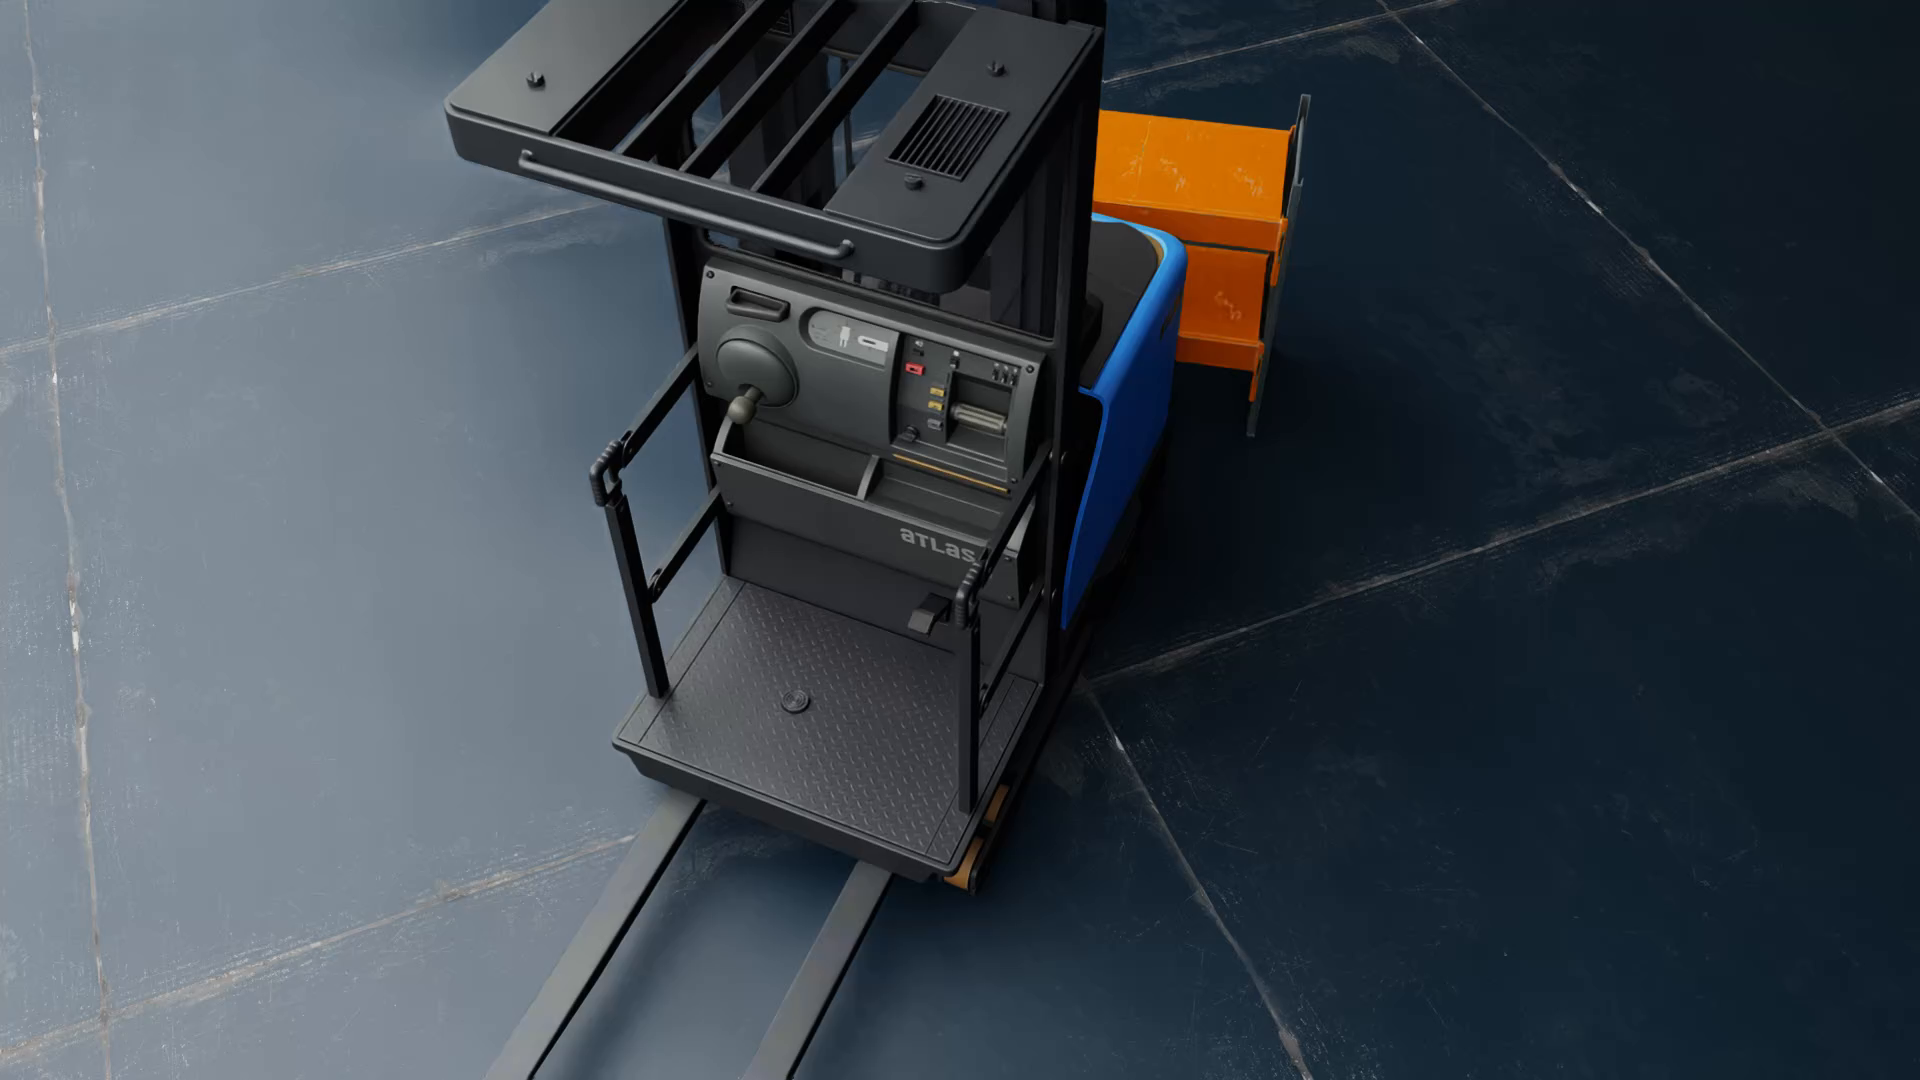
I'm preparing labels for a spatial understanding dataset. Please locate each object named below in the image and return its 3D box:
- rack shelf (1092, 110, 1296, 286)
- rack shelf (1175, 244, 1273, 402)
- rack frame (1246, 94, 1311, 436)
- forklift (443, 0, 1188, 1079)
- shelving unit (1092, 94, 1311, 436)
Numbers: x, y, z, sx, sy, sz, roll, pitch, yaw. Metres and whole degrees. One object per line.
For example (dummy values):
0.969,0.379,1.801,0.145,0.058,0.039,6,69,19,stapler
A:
0.608,-1.196,5.650,1.000,0.278,0.538,8,50,7,rack shelf
0.608,-0.846,6.058,1.000,0.278,0.538,8,50,7,rack shelf
1.108,-0.933,5.810,0.032,1.125,0.500,8,50,7,rack frame
-0.327,-0.314,4.087,1.130,2.935,3.031,18,52,15,forklift
0.608,-1.006,5.872,1.048,1.125,0.538,8,50,7,shelving unit
